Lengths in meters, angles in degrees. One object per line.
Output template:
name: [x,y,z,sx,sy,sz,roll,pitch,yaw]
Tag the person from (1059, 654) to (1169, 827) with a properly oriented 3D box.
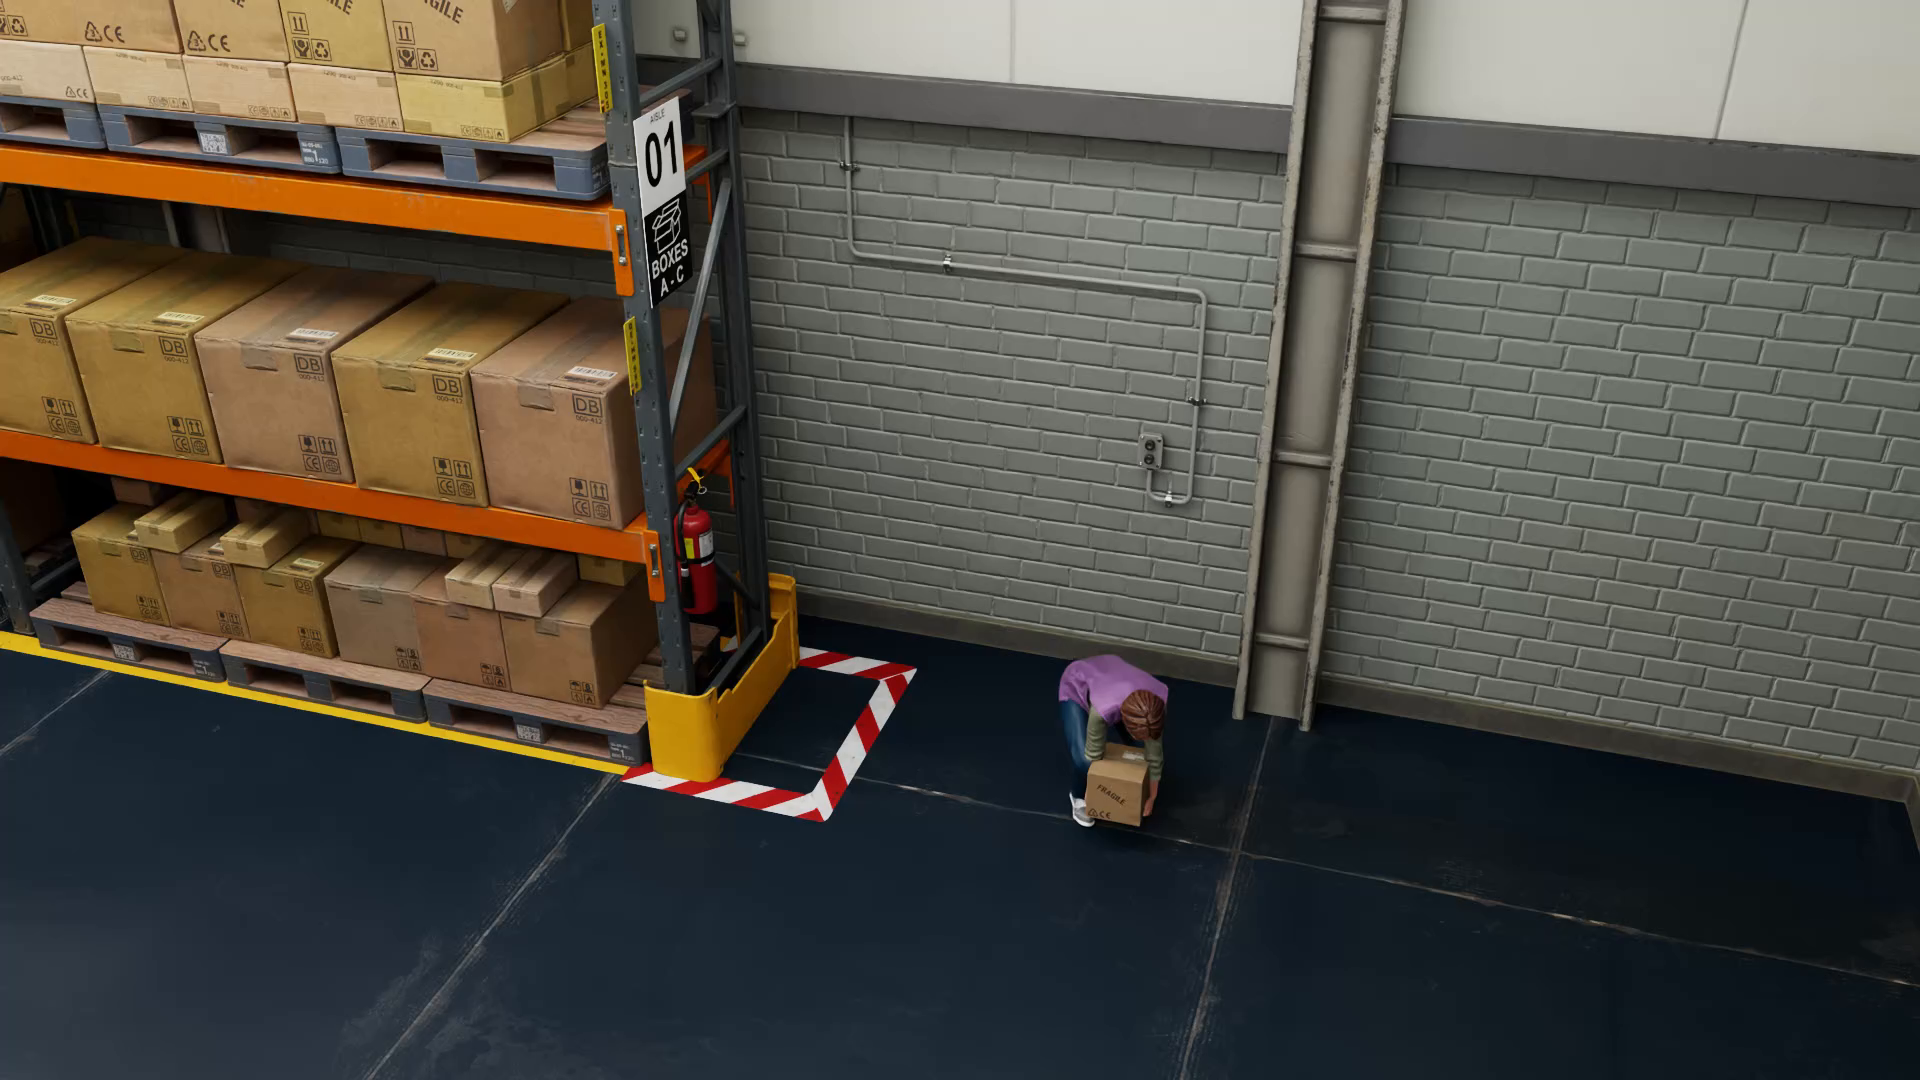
person: [0.703,0.921,7.576,0.426,0.918,0.830,-7,30,-11]
